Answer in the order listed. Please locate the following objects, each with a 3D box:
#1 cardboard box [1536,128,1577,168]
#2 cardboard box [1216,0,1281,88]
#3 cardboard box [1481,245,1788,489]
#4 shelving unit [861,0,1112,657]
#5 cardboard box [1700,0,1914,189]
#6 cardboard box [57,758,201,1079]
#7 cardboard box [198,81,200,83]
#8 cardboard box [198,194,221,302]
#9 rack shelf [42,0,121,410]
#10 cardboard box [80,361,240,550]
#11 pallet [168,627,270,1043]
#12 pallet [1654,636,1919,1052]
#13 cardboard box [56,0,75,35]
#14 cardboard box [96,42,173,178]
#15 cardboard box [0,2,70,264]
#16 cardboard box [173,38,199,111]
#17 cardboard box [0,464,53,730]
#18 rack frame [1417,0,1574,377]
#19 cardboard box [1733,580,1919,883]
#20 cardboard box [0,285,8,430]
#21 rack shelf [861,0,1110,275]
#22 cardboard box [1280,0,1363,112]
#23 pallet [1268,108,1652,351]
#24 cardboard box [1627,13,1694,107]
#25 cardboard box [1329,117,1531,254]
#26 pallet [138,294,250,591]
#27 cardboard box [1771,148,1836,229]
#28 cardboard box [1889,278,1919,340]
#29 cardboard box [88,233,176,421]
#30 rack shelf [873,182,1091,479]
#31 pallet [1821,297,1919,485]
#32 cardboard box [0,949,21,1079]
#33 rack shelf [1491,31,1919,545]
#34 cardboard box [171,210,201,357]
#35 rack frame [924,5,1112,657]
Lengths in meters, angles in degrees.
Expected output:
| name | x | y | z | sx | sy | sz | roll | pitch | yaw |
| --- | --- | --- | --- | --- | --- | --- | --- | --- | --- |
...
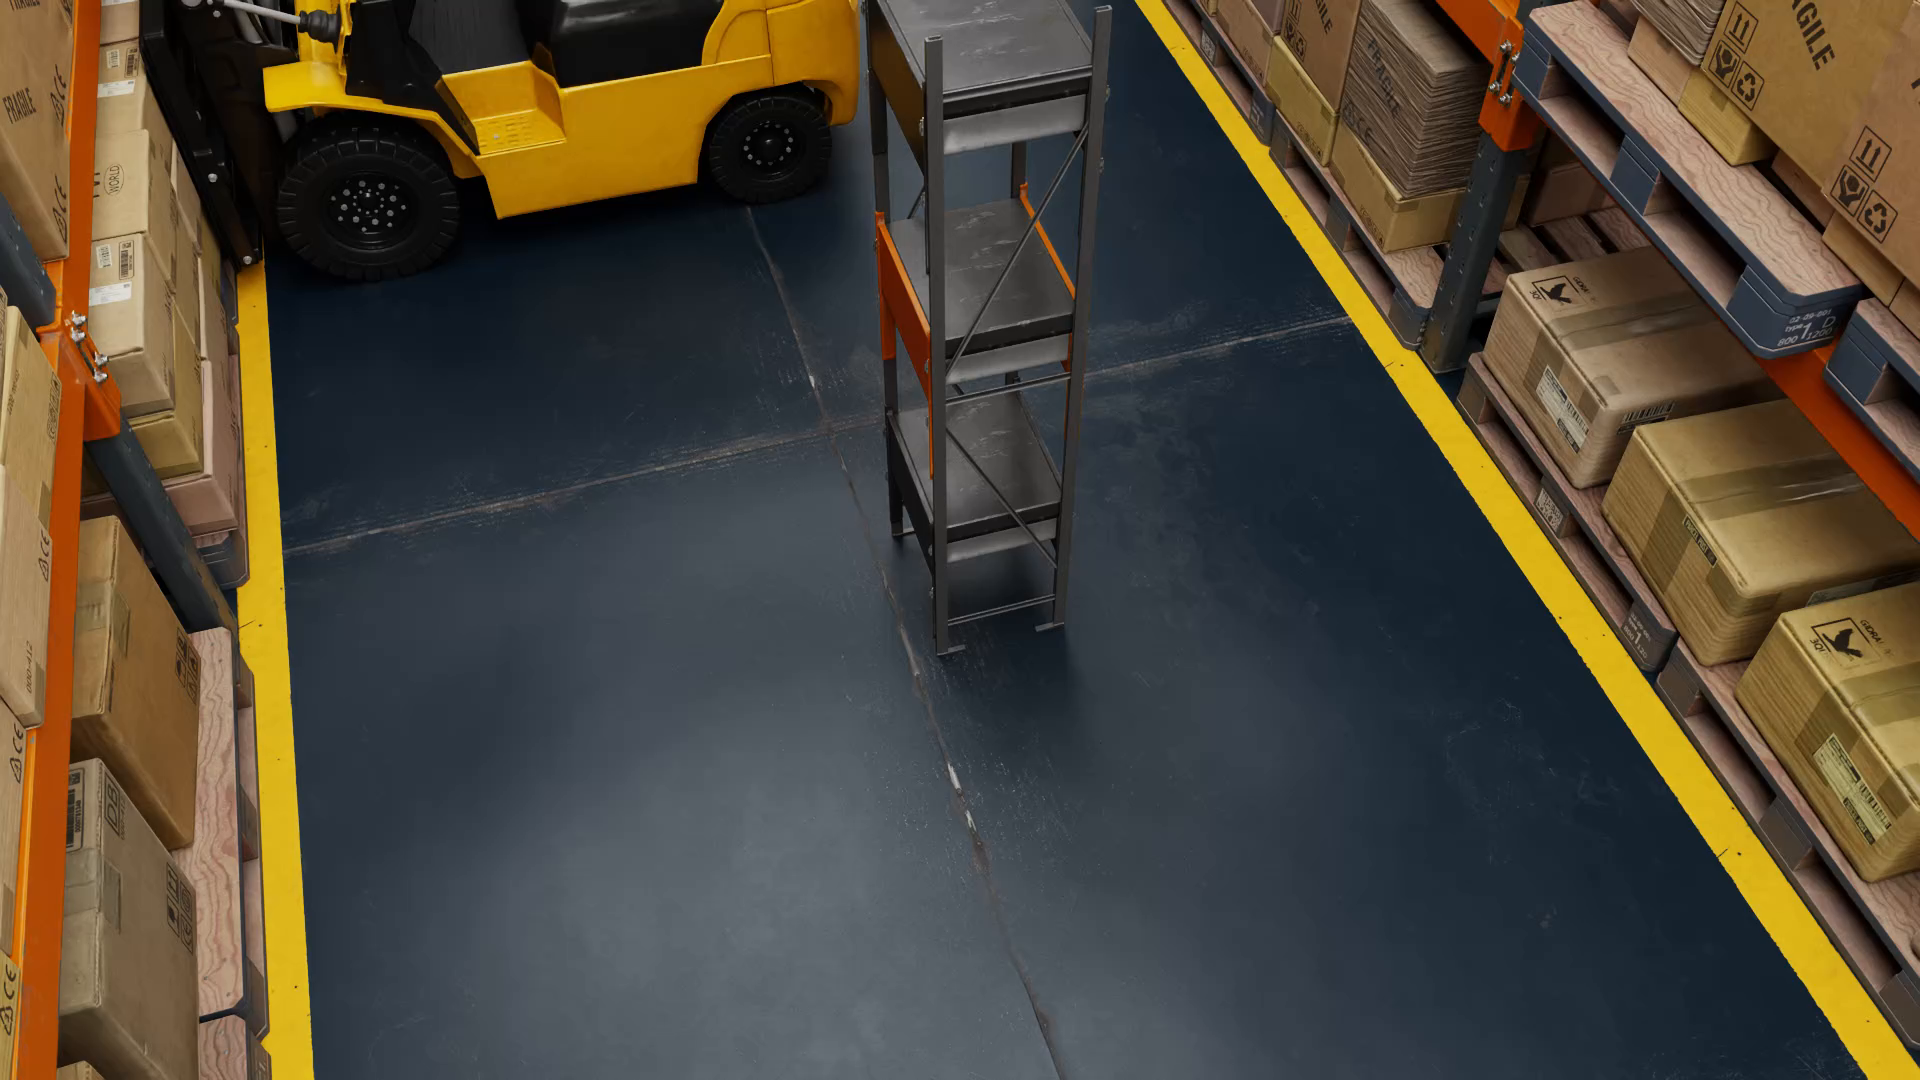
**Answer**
| name | x | y | z | sx | sy | sz | roll | pitch | yaw |
| --- | --- | --- | --- | --- | --- | --- | --- | --- | --- |
| cardboard box | 2.175 | -1.670 | 5.729 | 0.500 | 0.500 | 0.500 | -11 | 51 | -9 |
| cardboard box | 1.347 | -2.067 | 6.554 | 0.500 | 0.250 | 0.500 | -13 | 51 | -10 |
| cardboard box | 2.249 | -0.593 | 5.232 | 0.950 | 0.372 | 0.625 | -13 | 51 | -11 |
| shelving unit | 0.049 | -0.556 | 4.345 | 0.431 | 2.100 | 0.503 | -13 | 51 | -11 |
| cardboard box | 2.105 | -1.178 | 3.747 | 0.500 | 0.500 | 0.500 | -13 | 51 | -11 |
| cardboard box | -2.262 | 1.015 | 3.711 | 0.875 | 0.625 | 0.625 | -14 | 51 | -11 |
| cardboard box | -3.114 | -1.728 | 6.269 | 0.500 | 0.250 | 0.500 | -13 | 51 | -11 |
| cardboard box | -2.807 | -0.979 | 5.637 | 0.500 | 0.250 | 0.500 | -13 | 51 | -10 |
| rack shelf | -3.240 | -1.791 | 5.269 | 1.077 | 0.370 | 4.000 | -13 | 51 | -11 |
| cardboard box | -2.476 | -0.240 | 5.014 | 0.500 | 0.250 | 0.500 | -13 | 51 | -11 |
| pallet | -2.394 | 0.866 | 4.382 | 1.003 | 0.211 | 1.213 | -13 | 51 | -11 |
| pallet | 2.688 | 0.672 | 4.545 | 1.003 | 0.211 | 1.213 | -13 | 51 | -11 |
| cardboard box | -2.851 | -1.724 | 4.676 | 0.500 | 0.500 | 0.500 | -14 | 51 | -11 |
| cardboard box | -2.792 | -1.295 | 5.249 | 0.500 | 0.250 | 0.500 | -12 | 51 | -10 |
| cardboard box | -2.531 | -0.978 | 4.047 | 0.500 | 0.500 | 0.500 | -15 | 51 | -12 |
| cardboard box | -2.934 | -1.502 | 5.751 | 0.500 | 0.250 | 0.500 | -13 | 51 | -11 |
| cardboard box | -2.096 | 0.161 | 3.251 | 0.500 | 0.250 | 0.500 | -14 | 51 | -11 |
| rack frame | 2.092 | -1.687 | 4.711 | 1.000 | 3.000 | 0.127 | -13 | 51 | -11 |
| cardboard box | 2.672 | 0.438 | 4.363 | 0.950 | 0.372 | 0.625 | -12 | 51 | -10 |
| cardboard box | -2.259 | -0.374 | 3.375 | 0.500 | 0.250 | 0.500 | -14 | 51 | -12 |
| rack shelf | 0.049 | -0.998 | 3.821 | 0.431 | 0.518 | 0.480 | -13 | 51 | -11 |
| cardboard box | 1.508 | -1.921 | 5.941 | 0.500 | 0.500 | 0.500 | -12 | 51 | -10 |
| pallet | 1.859 | -1.271 | 6.184 | 1.003 | 0.211 | 1.213 | -13 | 51 | -11 |
| cardboard box | 1.953 | -1.267 | 4.246 | 0.380 | 0.149 | 0.250 | -13 | 51 | -10 |
| cardboard box | 1.660 | -1.308 | 5.914 | 0.500 | 0.250 | 0.500 | -11 | 51 | -9 |
| pallet | -2.844 | -0.254 | 5.326 | 1.003 | 0.211 | 1.213 | -13 | 51 | -11 |
| cardboard box | 2.176 | -0.893 | 3.930 | 0.380 | 0.149 | 0.250 | -10 | 51 | -9 |
| cardboard box | 2.283 | -0.514 | 3.611 | 0.380 | 0.149 | 0.250 | -13 | 51 | -11 |
| cardboard box | -2.492 | -0.558 | 4.628 | 0.500 | 0.250 | 0.500 | -14 | 51 | -12 |
| rack shelf | 0.049 | -0.547 | 4.356 | 0.431 | 0.518 | 0.480 | -13 | 51 | -11 |
| pallet | 2.650 | -0.141 | 3.532 | 1.003 | 0.211 | 1.213 | -13 | 51 | -11 |
| cardboard box | -1.818 | 0.906 | 2.623 | 0.500 | 0.250 | 0.500 | -12 | 51 | -10 |
| rack shelf | 2.683 | 0.005 | 3.754 | 1.077 | 0.370 | 4.000 | -13 | 51 | -11 |
| cardboard box | -2.648 | -0.763 | 5.128 | 0.500 | 0.250 | 0.500 | -14 | 51 | -11 |
| rack frame | 0.121 | -0.378 | 4.195 | 0.400 | 2.100 | 0.015 | -13 | 51 | -11 |
